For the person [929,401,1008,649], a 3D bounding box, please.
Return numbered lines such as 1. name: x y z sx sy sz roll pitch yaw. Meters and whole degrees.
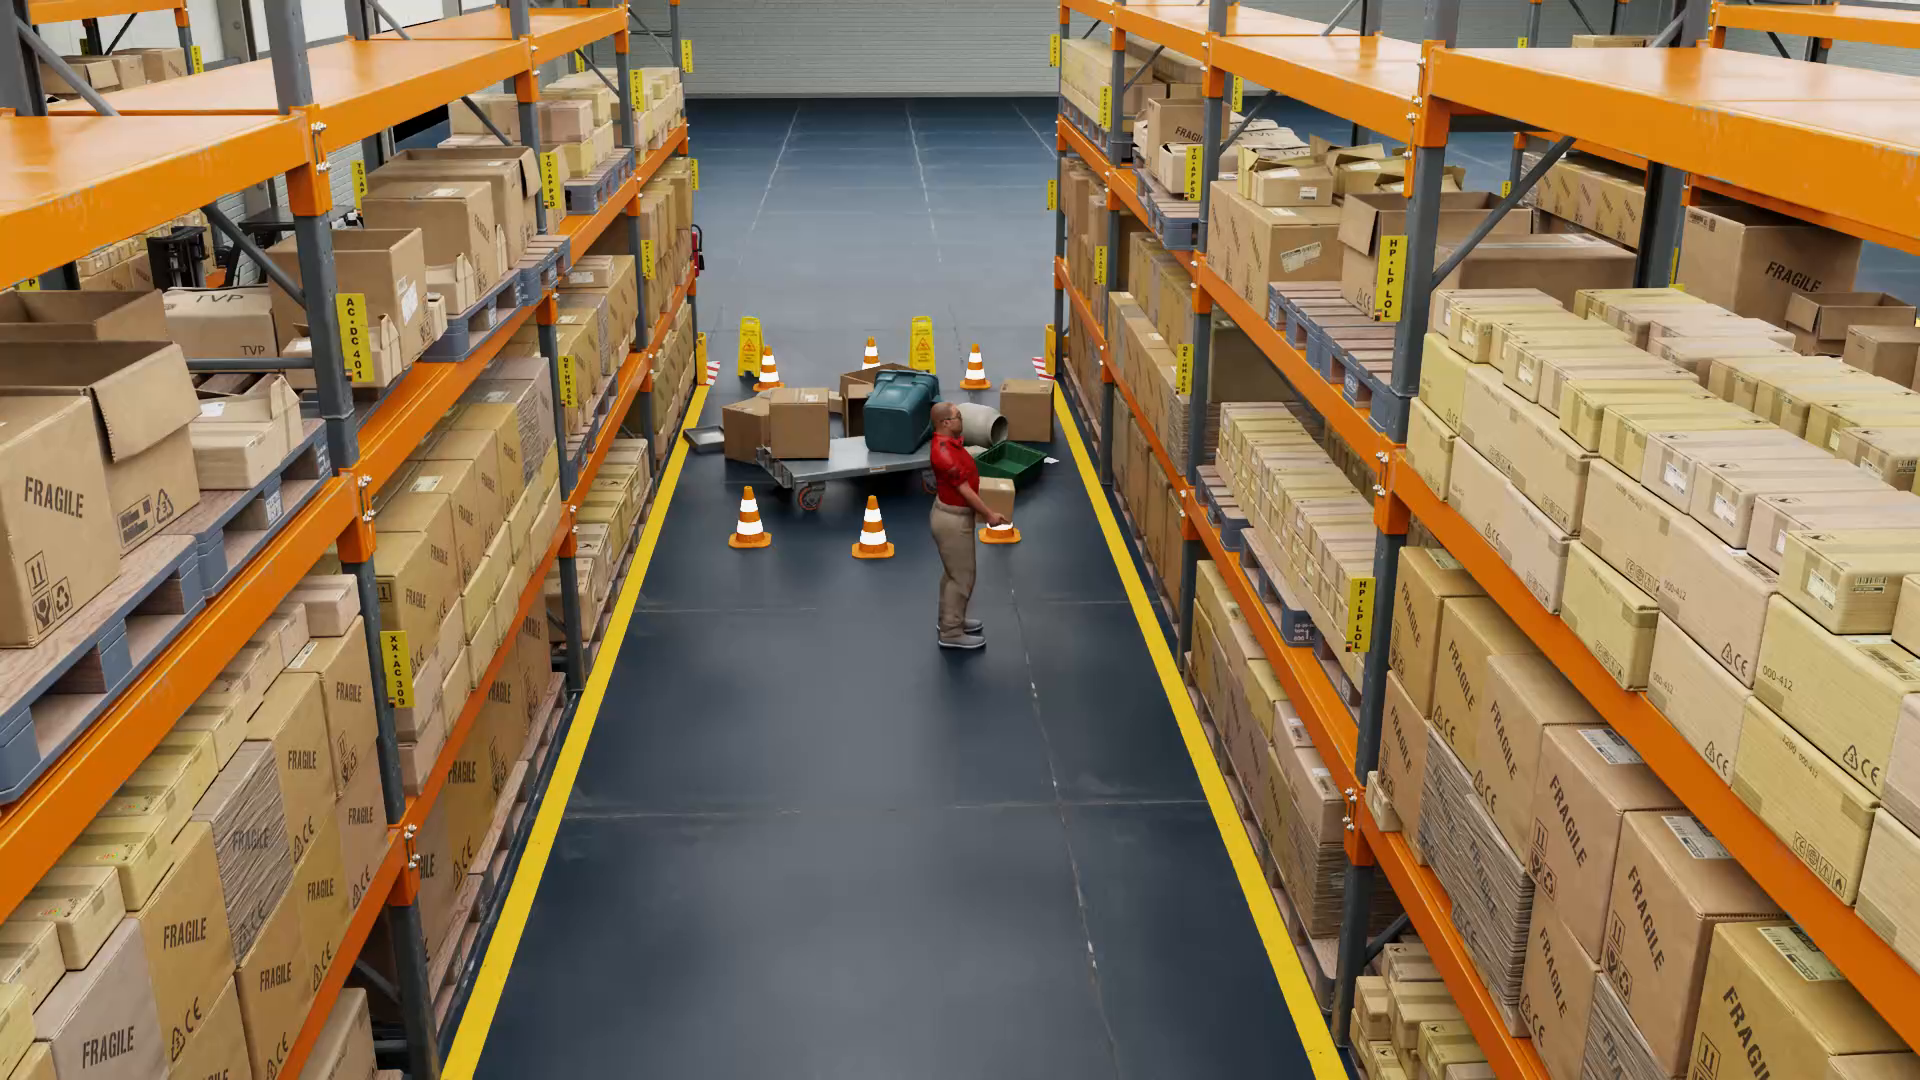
1. person: 0.055 -0.123 11.449 0.530 1.712 0.494 -1 20 -3
